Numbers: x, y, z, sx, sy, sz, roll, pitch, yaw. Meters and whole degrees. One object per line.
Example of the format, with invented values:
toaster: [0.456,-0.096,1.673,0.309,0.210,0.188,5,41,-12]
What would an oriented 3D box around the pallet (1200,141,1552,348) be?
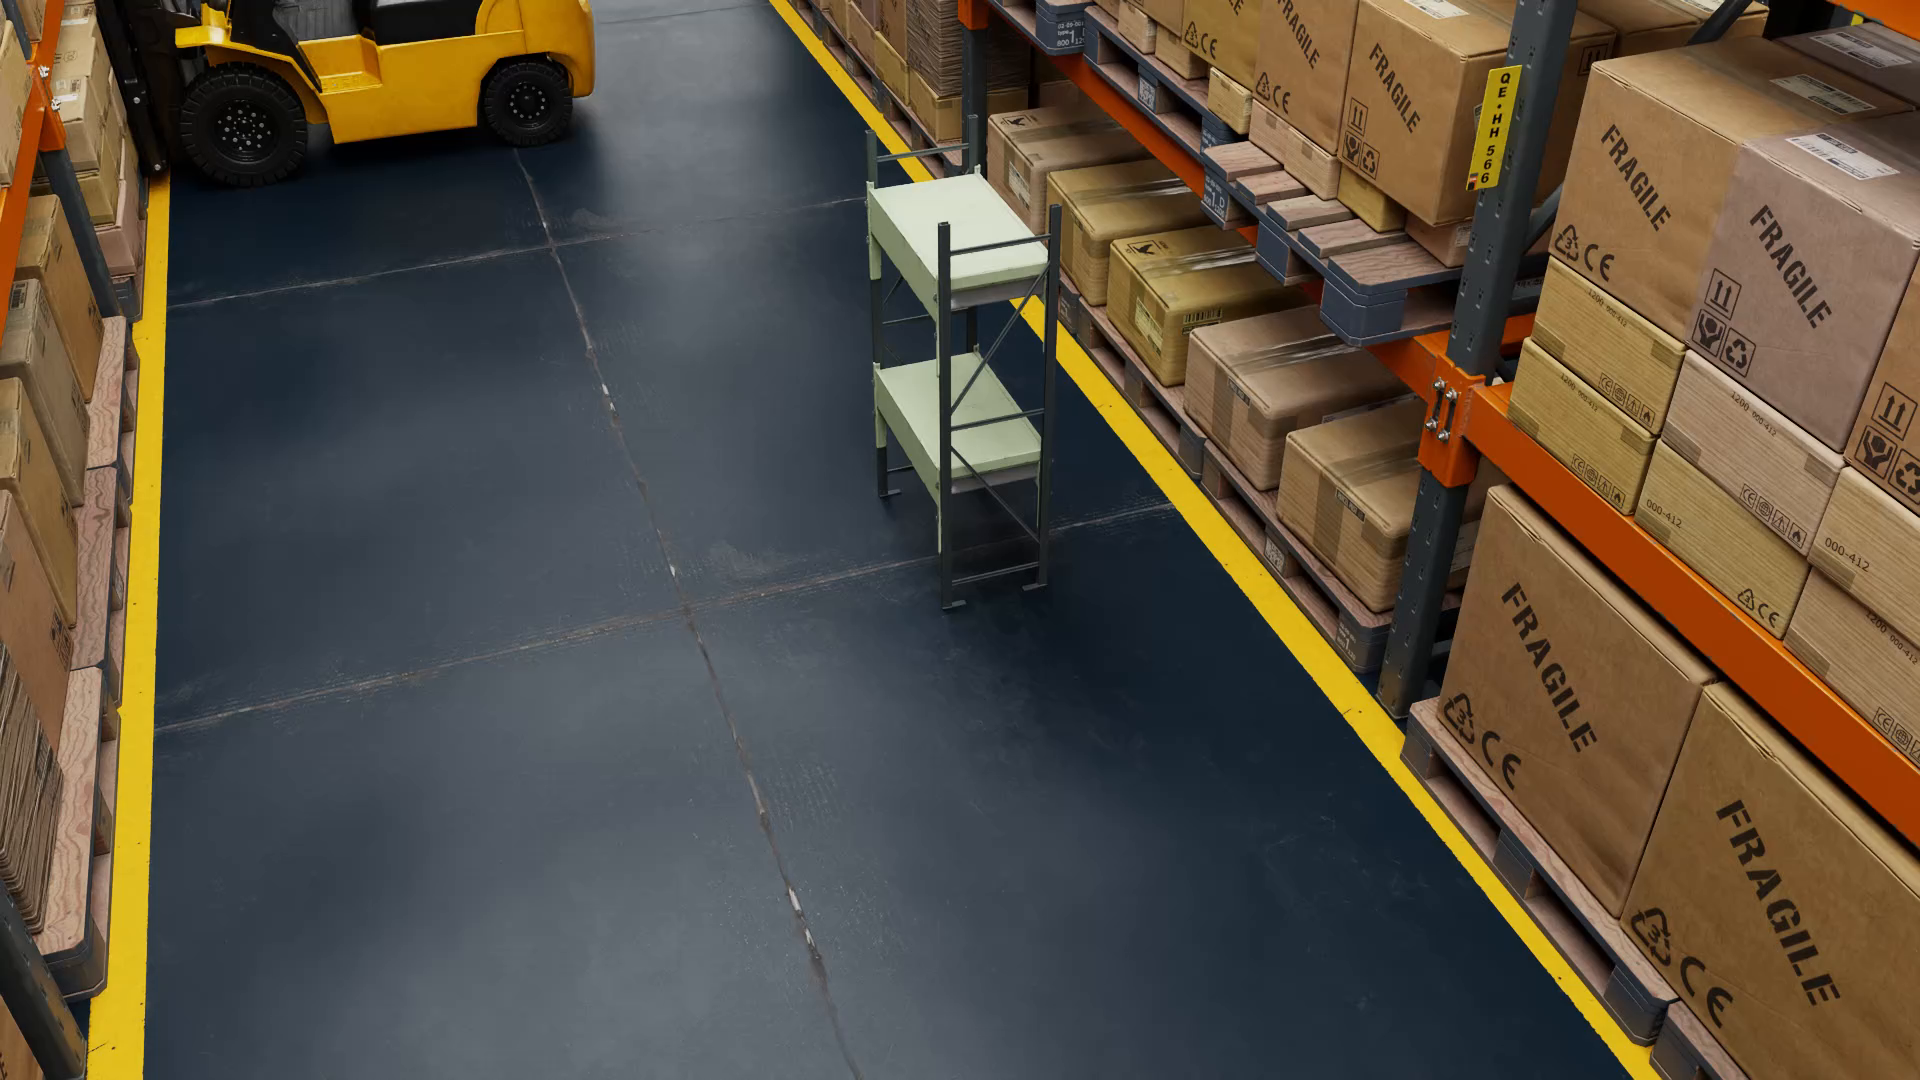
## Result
pallet: [1.529,-1.042,5.300,1.213,0.211,1.003,-12,39,-16]

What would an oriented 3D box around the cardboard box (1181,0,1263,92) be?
cardboard box: [1.094,-1.839,5.518,0.500,0.500,0.500,-15,40,-19]

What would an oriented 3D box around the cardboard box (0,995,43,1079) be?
cardboard box: [-2.437,1.317,3.737,0.500,0.500,0.500,-11,38,-15]

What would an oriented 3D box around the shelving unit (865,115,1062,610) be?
shelving unit: [-0.002,-0.603,5.804,0.431,1.500,0.755,-12,39,-16]

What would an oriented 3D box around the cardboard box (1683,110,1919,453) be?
cardboard box: [1.995,-0.570,3.600,0.500,0.500,0.500,-12,39,-16]

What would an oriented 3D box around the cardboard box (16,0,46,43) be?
cardboard box: [-4.069,-2.313,6.744,0.500,0.500,0.500,-13,39,-17]

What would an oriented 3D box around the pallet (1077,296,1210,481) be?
pallet: [1.191,-0.754,7.076,1.003,0.211,1.213,-12,39,-16]

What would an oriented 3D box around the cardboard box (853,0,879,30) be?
cardboard box: [-0.311,-3.220,9.345,0.500,0.500,0.500,-10,38,-14]

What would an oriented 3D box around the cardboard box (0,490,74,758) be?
cardboard box: [-3.219,0.350,4.917,0.875,0.625,0.625,-11,38,-14]

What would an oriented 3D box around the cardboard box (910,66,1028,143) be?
cardboard box: [0.042,-2.346,8.807,0.500,0.250,0.500,-11,38,-14]

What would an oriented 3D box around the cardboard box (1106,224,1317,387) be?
cardboard box: [1.172,-1.022,6.949,0.950,0.372,0.625,-11,38,-14]

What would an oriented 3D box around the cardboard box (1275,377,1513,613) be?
cardboard box: [1.690,-0.178,5.828,0.950,0.372,0.625,-15,40,-19]

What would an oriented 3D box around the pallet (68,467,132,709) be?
pallet: [-3.447,0.244,5.750,1.003,0.211,1.213,-12,39,-16]

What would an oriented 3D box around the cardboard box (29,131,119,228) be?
cardboard box: [-4.038,-1.574,7.368,0.500,0.250,0.500,-13,39,-16]

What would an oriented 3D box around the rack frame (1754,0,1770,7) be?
rack frame: [5.111,-4.080,9.173,1.000,3.000,0.127,-12,39,-16]

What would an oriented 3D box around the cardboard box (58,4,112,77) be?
cardboard box: [-4.381,-2.345,7.975,0.500,0.250,0.500,-11,38,-14]

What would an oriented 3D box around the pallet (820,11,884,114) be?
pallet: [-0.190,-2.946,9.986,1.003,0.211,1.213,-12,39,-16]

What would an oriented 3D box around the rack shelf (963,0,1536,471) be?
rack shelf: [1.186,-1.581,6.453,1.077,0.370,4.000,-12,39,-16]

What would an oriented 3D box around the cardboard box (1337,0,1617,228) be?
cardboard box: [1.457,-1.264,4.755,0.500,0.500,0.500,-14,39,-17]

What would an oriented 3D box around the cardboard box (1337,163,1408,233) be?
cardboard box: [1.381,-1.079,5.048,0.380,0.149,0.250,-12,39,-15]

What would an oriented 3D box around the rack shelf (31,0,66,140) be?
rack shelf: [-4.849,-2.810,8.086,1.077,0.370,4.000,-12,39,-16]

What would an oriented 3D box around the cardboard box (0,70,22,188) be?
cardboard box: [-3.564,-1.395,5.733,0.500,0.250,0.500,-13,39,-16]

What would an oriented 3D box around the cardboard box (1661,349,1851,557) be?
cardboard box: [1.994,-0.248,3.796,0.500,0.250,0.500,-12,39,-15]

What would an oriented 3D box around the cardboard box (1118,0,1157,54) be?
cardboard box: [0.814,-1.946,6.200,0.380,0.149,0.250,-11,38,-14]

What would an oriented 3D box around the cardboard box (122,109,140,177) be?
cardboard box: [-4.397,-1.950,8.282,0.500,0.250,0.500,-12,39,-15]

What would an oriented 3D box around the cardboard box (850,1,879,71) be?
cardboard box: [-0.321,-2.933,9.586,0.500,0.250,0.500,-12,39,-15]

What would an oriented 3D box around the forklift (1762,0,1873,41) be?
forklift: [3.190,-1.752,6.140,1.130,2.935,3.031,-11,38,-15]

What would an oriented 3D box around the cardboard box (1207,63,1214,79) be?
cardboard box: [1.097,-1.676,5.842,0.380,0.149,0.250,-12,39,-16]

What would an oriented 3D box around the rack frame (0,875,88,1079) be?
rack frame: [-2.785,0.292,3.370,1.000,3.000,0.127,-12,39,-16]

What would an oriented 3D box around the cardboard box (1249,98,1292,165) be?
cardboard box: [1.173,-1.355,5.416,0.380,0.149,0.250,-14,39,-18]

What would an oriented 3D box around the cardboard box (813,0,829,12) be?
cardboard box: [-0.692,-3.524,10.372,0.500,0.250,0.500,-11,38,-14]

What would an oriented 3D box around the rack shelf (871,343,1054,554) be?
rack shelf: [-0.002,-0.342,6.000,0.431,0.370,0.720,-12,39,-16]

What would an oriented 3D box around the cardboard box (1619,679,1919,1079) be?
cardboard box: [2.337,0.855,4.039,0.875,0.875,0.875,-12,39,-15]

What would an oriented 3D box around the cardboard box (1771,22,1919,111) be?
cardboard box: [2.298,-0.940,4.090,0.500,0.500,0.500,-13,39,-17]

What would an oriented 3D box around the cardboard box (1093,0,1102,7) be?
cardboard box: [0.688,-2.246,6.599,0.380,0.149,0.250,-12,39,-15]

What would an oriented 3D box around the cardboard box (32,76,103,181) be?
cardboard box: [-4.033,-1.775,7.219,0.500,0.250,0.500,-13,39,-17]

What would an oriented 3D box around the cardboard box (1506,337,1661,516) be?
cardboard box: [1.807,-0.350,4.346,0.500,0.250,0.500,-13,39,-17]

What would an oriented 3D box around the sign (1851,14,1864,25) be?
sign: [2.395,-1.317,4.544,0.100,0.325,0.005,-12,39,-16]

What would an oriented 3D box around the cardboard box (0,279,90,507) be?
cardboard box: [-3.711,-0.455,5.985,0.875,0.625,0.625,-13,39,-16]

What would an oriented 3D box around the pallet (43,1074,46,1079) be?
pallet: [-2.563,1.835,3.638,1.003,0.211,1.213,-12,39,-16]

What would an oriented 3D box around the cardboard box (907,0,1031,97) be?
cardboard box: [0.043,-2.645,8.582,0.500,0.500,0.500,-13,39,-17]

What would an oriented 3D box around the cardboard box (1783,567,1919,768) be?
cardboard box: [2.175,0.234,3.571,0.500,0.250,0.500,-11,38,-14]

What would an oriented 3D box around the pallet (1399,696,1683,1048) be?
pallet: [2.075,0.837,4.964,1.003,0.211,1.213,-12,39,-16]

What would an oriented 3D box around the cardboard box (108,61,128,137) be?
cardboard box: [-4.375,-2.145,8.125,0.500,0.250,0.500,-13,39,-16]

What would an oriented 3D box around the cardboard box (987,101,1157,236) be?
cardboard box: [0.681,-1.820,8.008,0.950,0.372,0.625,-12,39,-15]

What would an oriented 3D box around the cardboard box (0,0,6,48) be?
cardboard box: [-3.752,-1.883,5.966,0.500,0.250,0.500,-13,39,-17]

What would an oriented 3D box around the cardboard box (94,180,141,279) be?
cardboard box: [-4.017,-1.379,7.524,0.500,0.250,0.500,-12,39,-15]

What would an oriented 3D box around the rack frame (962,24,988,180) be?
rack frame: [0.498,-2.998,7.737,1.000,3.000,0.127,-12,39,-16]

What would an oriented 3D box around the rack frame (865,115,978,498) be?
rack frame: [-0.128,-0.810,6.078,0.400,1.500,0.023,-12,39,-16]

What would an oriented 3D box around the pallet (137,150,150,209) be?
pallet: [-4.819,-2.002,8.733,1.003,0.211,1.213,-12,39,-16]

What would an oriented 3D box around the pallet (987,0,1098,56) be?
pallet: [0.625,-2.459,7.181,1.003,0.211,1.213,-12,39,-16]

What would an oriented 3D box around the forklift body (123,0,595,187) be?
forklift body: [-3.172,-3.195,8.704,2.313,2.155,1.214,-12,39,-16]
